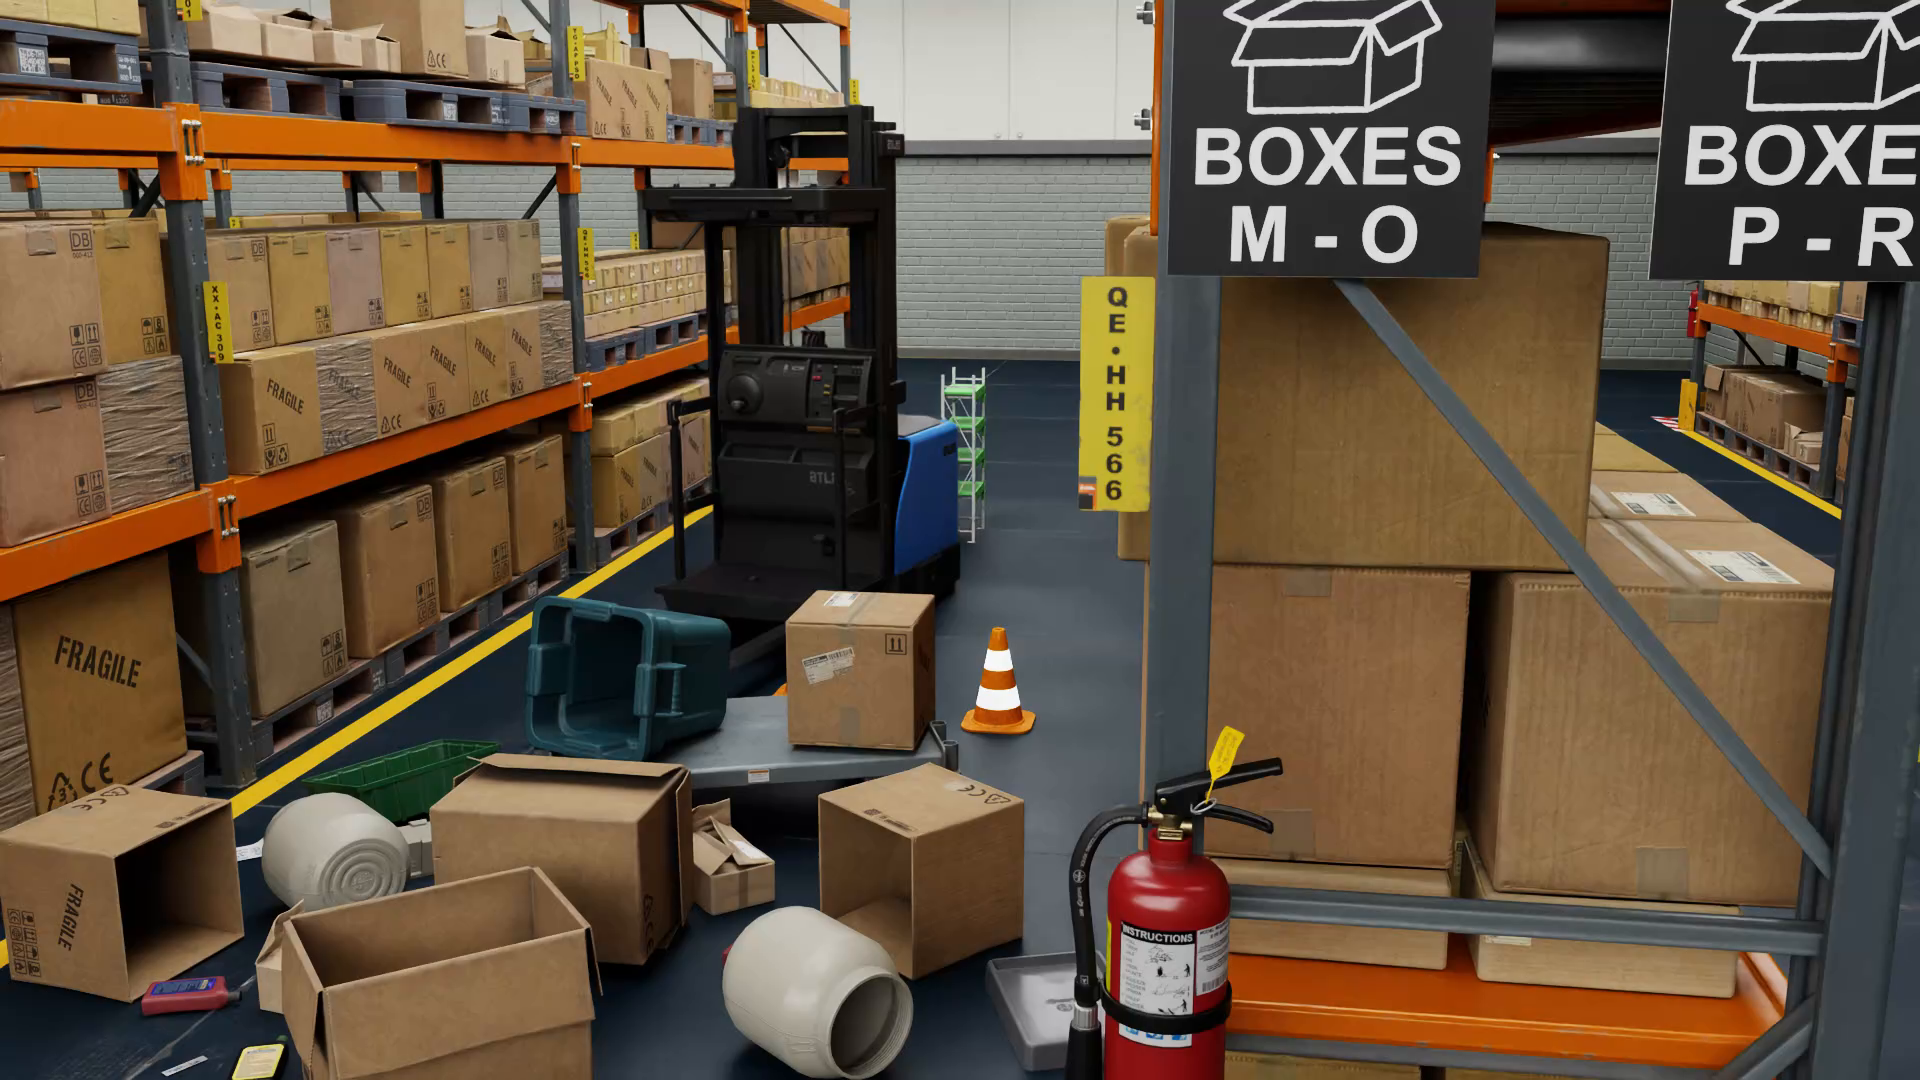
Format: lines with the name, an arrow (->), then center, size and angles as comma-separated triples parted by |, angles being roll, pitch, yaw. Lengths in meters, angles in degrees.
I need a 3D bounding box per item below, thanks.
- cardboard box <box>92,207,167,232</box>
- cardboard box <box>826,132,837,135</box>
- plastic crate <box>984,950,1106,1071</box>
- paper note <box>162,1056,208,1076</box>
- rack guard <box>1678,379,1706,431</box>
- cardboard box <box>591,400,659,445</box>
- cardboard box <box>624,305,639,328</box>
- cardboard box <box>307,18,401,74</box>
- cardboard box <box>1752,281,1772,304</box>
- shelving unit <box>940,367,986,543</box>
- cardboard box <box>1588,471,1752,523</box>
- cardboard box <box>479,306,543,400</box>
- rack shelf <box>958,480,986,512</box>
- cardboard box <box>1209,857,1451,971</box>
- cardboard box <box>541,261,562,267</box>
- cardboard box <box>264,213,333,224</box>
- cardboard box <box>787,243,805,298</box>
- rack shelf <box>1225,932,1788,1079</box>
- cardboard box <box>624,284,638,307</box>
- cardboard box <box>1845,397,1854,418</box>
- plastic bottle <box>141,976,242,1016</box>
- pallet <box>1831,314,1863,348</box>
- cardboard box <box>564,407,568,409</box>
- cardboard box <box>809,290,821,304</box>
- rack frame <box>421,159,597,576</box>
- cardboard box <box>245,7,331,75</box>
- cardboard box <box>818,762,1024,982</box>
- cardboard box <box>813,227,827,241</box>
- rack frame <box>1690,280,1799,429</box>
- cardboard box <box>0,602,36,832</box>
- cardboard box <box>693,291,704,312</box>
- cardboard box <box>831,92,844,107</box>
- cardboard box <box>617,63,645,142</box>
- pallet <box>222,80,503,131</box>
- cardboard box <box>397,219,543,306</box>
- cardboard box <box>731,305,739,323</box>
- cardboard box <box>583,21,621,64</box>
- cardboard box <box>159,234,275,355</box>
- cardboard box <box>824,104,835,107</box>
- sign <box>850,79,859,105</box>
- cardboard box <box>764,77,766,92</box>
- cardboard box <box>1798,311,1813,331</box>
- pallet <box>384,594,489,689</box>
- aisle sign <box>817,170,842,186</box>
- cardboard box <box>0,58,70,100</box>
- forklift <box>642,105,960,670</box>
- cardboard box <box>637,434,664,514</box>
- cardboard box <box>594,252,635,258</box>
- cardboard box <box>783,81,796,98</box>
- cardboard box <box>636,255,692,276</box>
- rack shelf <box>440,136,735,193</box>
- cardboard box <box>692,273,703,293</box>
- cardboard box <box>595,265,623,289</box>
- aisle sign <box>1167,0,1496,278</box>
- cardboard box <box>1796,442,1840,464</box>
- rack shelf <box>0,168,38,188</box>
cardboard box -> -7.275, -2.683, 14.702 | 0.797, 0.503, 0.637 | 2, 12, 7
cardboard box -> -1.564, -4.111, 17.184 | 0.500, 0.250, 0.500 | 2, 12, 9
plastic crate -> 0.325, 1.437, 5.134 | 0.402, 0.080, 0.583 | -2, 12, -11
paper note -> -2.261, 1.534, 4.852 | 0.032, 0.001, 0.123 | 10, 15, 38
rack guard -> 8.116, -1.390, 17.258 | 1.175, 0.500, 0.348 | 2, 12, 9
cardboard box -> -2.491, -0.853, 11.989 | 0.500, 0.250, 0.500 | 2, 12, 8
cardboard box -> -2.524, -1.599, 11.894 | 0.380, 0.149, 0.250 | 2, 12, 11
cardboard box -> -3.033, -2.467, 8.285 | 0.396, 0.266, 0.258 | 2, 12, 9
cardboard box -> 7.582, -2.297, 15.180 | 0.500, 0.250, 0.500 | 2, 12, 7
shelving unit -> 0.025, -0.621, 12.027 | 0.258, 1.200, 0.503 | 2, 12, 9
cardboard box -> 1.185, 0.151, 3.230 | 0.500, 0.500, 0.500 | 2, 12, 10
cardboard box -> -2.797, -1.105, 9.762 | 0.500, 0.500, 0.500 | 2, 12, 9
rack shelf -> 0.025, -0.324, 12.091 | 0.258, 0.148, 0.480 | 2, 12, 9
cardboard box -> 0.608, 0.581, 2.775 | 0.380, 0.149, 0.250 | 2, 12, 11
cardboard box -> -3.131, -1.965, 12.177 | 0.380, 0.149, 0.250 | 2, 12, 9
cardboard box -> -7.061, -3.245, 17.798 | 0.500, 0.500, 0.500 | 2, 12, 7
cardboard box -> -1.792, -2.591, 15.952 | 0.500, 0.500, 0.500 | 2, 12, 7
rack shelf -> 1.069, 0.478, 4.363 | 1.077, 0.370, 4.000 | 2, 12, 9
cardboard box -> -2.526, -1.749, 11.882 | 0.380, 0.149, 0.250 | 2, 12, 9
cardboard box -> 7.194, -1.030, 13.048 | 0.380, 0.149, 0.250 | 2, 12, 11
plastic bottle -> -2.401, 1.428, 5.222 | 0.283, 0.061, 0.133 | -2, 12, -11
pallet -> 7.282, -1.539, 12.469 | 1.003, 0.211, 1.213 | 2, 12, 9
cardboard box -> -3.002, -0.868, 12.059 | 0.500, 0.250, 0.500 | 2, 12, 9
cardboard box -> -1.640, -2.517, 17.147 | 0.380, 0.149, 0.250 | 1, 12, 6
rack frame -> -2.915, -1.262, 10.730 | 1.000, 3.000, 0.127 | 2, 12, 9
cardboard box -> -3.478, -2.478, 8.231 | 0.500, 0.311, 0.500 | 1, 12, 7
cardboard box -> -0.132, 1.110, 5.652 | 0.500, 0.500, 0.500 | -10, 16, -40
cardboard box -> -1.658, -3.293, 16.837 | 0.500, 0.500, 0.500 | 3, 12, 12
rack frame -> 8.128, -2.628, 17.068 | 1.000, 3.000, 0.127 | 2, 12, 9
cardboard box -> -3.831, 0.720, 5.577 | 0.875, 0.875, 0.875 | 2, 12, 9
cardboard box -> -2.283, -1.930, 13.429 | 0.380, 0.149, 0.250 | 1, 12, 6
cardboard box -> -1.445, -4.681, 17.697 | 0.380, 0.149, 0.250 | 2, 12, 8
cardboard box -> -2.494, -2.992, 11.399 | 0.500, 0.500, 0.500 | 2, 12, 9
pallet -> -3.130, -2.267, 8.723 | 1.003, 0.211, 1.213 | 2, 12, 11
cardboard box -> -2.994, -1.707, 10.182 | 0.700, 0.500, 0.500 | 2, 12, 8
cardboard box -> -1.933, -2.020, 14.844 | 0.380, 0.149, 0.250 | 2, 12, 11
cardboard box -> -2.501, -3.334, 11.170 | 0.396, 0.266, 0.258 | 2, 12, 9
cardboard box -> -3.459, -1.071, 7.231 | 0.700, 0.500, 0.500 | 2, 12, 8
cardboard box -> -1.581, -4.354, 17.127 | 0.500, 0.250, 0.500 | 2, 12, 7
sign -> -1.139, -4.804, 17.945 | 0.100, 0.325, 0.005 | 2, 12, 9
cardboard box -> -1.958, -4.089, 14.952 | 0.380, 0.149, 0.250 | 2, 12, 8
cardboard box -> 7.347, -1.857, 14.086 | 0.380, 0.149, 0.250 | 2, 12, 10
pallet -> -3.300, 0.516, 9.098 | 1.003, 0.211, 1.213 | 2, 12, 9
aisle sign -> -1.377, -4.204, 18.209 | 0.394, 0.787, 0.004 | 2, 12, 9
cardboard box -> -7.507, -3.592, 13.178 | 0.797, 0.503, 0.637 | 2, 12, 8
forklift -> -1.003, -0.878, 9.111 | 1.130, 2.935, 3.031 | 5, 13, 21
cardboard box -> -2.480, -0.489, 12.080 | 0.500, 0.500, 0.500 | 2, 12, 9
cardboard box -> -2.893, -2.289, 13.684 | 0.380, 0.149, 0.250 | 2, 12, 9
cardboard box -> -1.766, -4.252, 15.705 | 0.380, 0.149, 0.250 | 3, 12, 11
cardboard box -> -2.332, -2.163, 13.096 | 0.380, 0.149, 0.250 | 1, 12, 7
rack shelf -> -2.607, -2.793, 12.421 | 1.077, 0.370, 4.000 | 2, 12, 9
cardboard box -> -2.284, -2.070, 13.371 | 0.380, 0.149, 0.250 | 1, 12, 7
cardboard box -> -2.571, -1.832, 11.563 | 0.380, 0.149, 0.250 | 2, 12, 8
aisle sign -> 0.466, -0.725, 2.065 | 0.394, 0.787, 0.004 | 2, 12, 9
cardboard box -> 7.308, -0.732, 14.042 | 0.380, 0.149, 0.250 | 2, 12, 7
rack shelf -> -11.771, -3.968, 17.873 | 1.077, 0.370, 4.000 | 2, 12, 9
